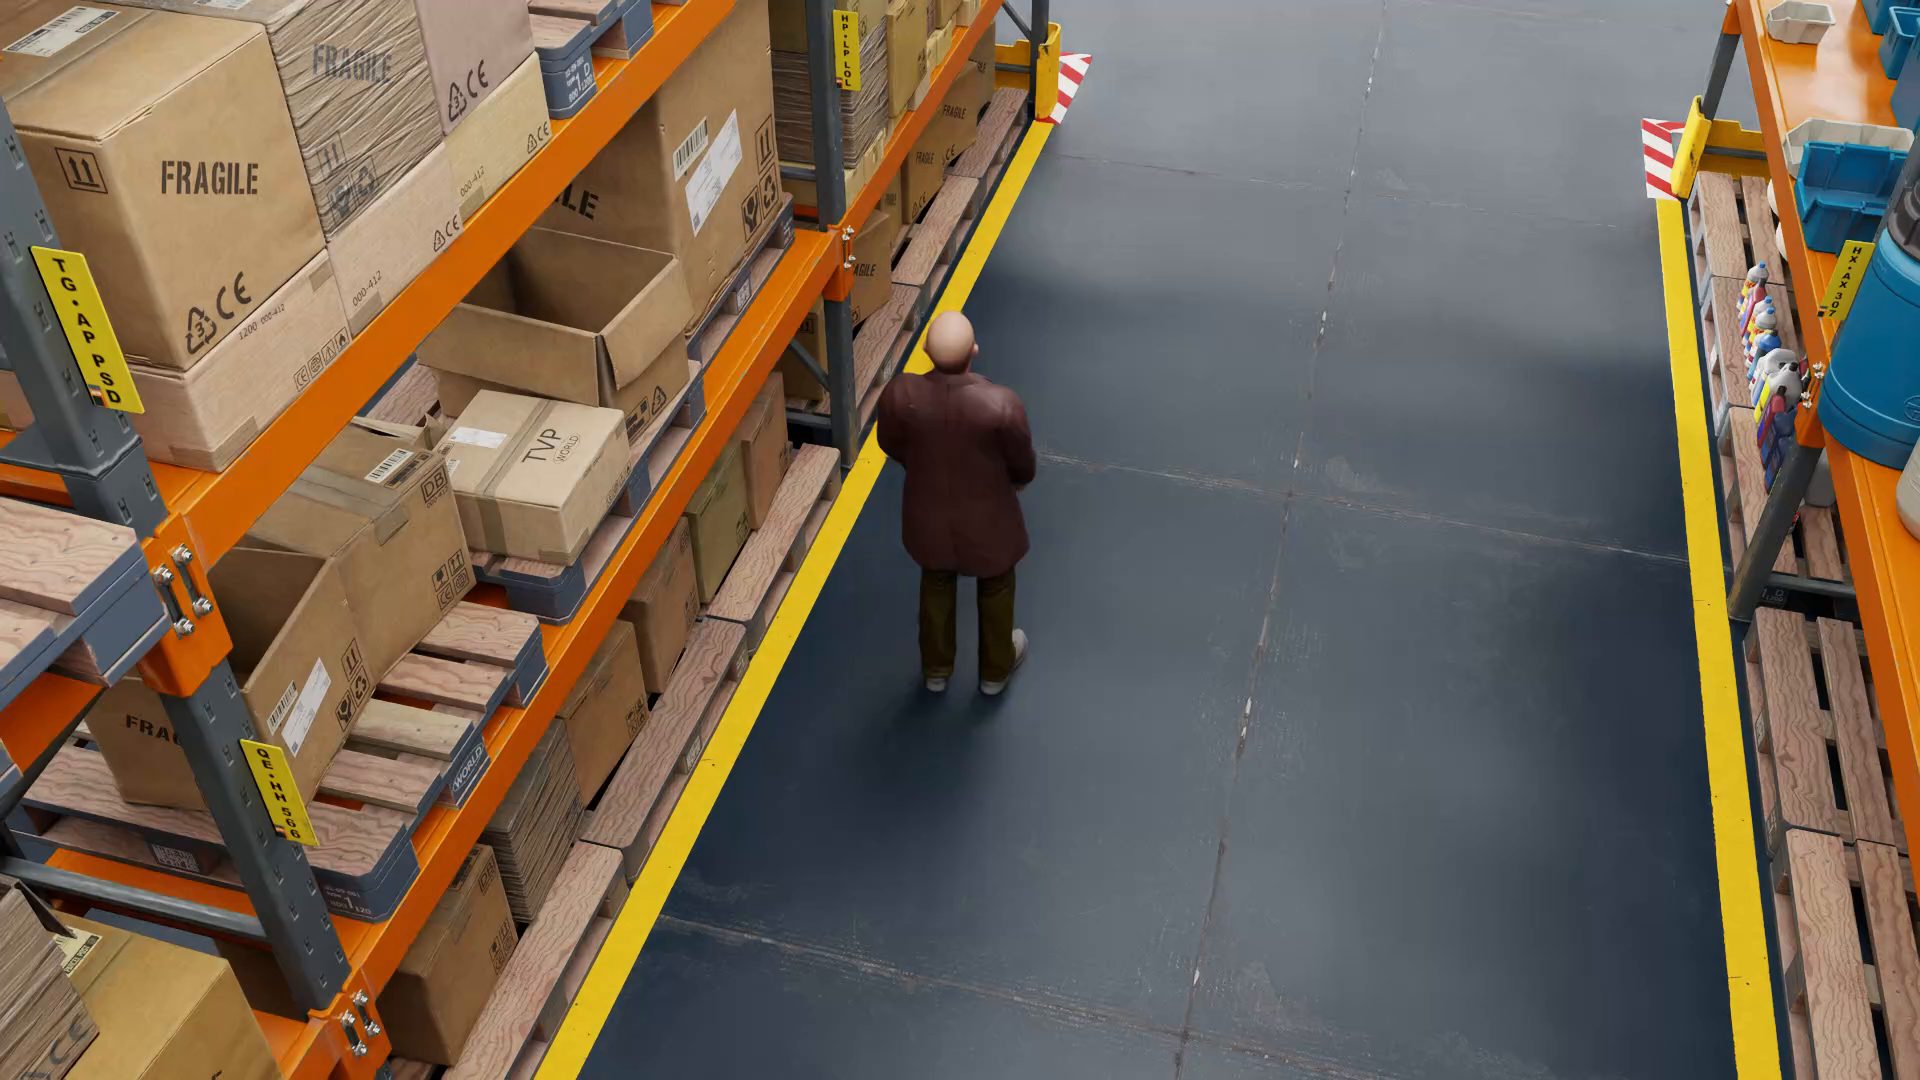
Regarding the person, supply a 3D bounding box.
[{"bbox_3d":[0.008,-0.161,6.360,0.600,1.787,0.468,10,42,12],"label":"person"}]
